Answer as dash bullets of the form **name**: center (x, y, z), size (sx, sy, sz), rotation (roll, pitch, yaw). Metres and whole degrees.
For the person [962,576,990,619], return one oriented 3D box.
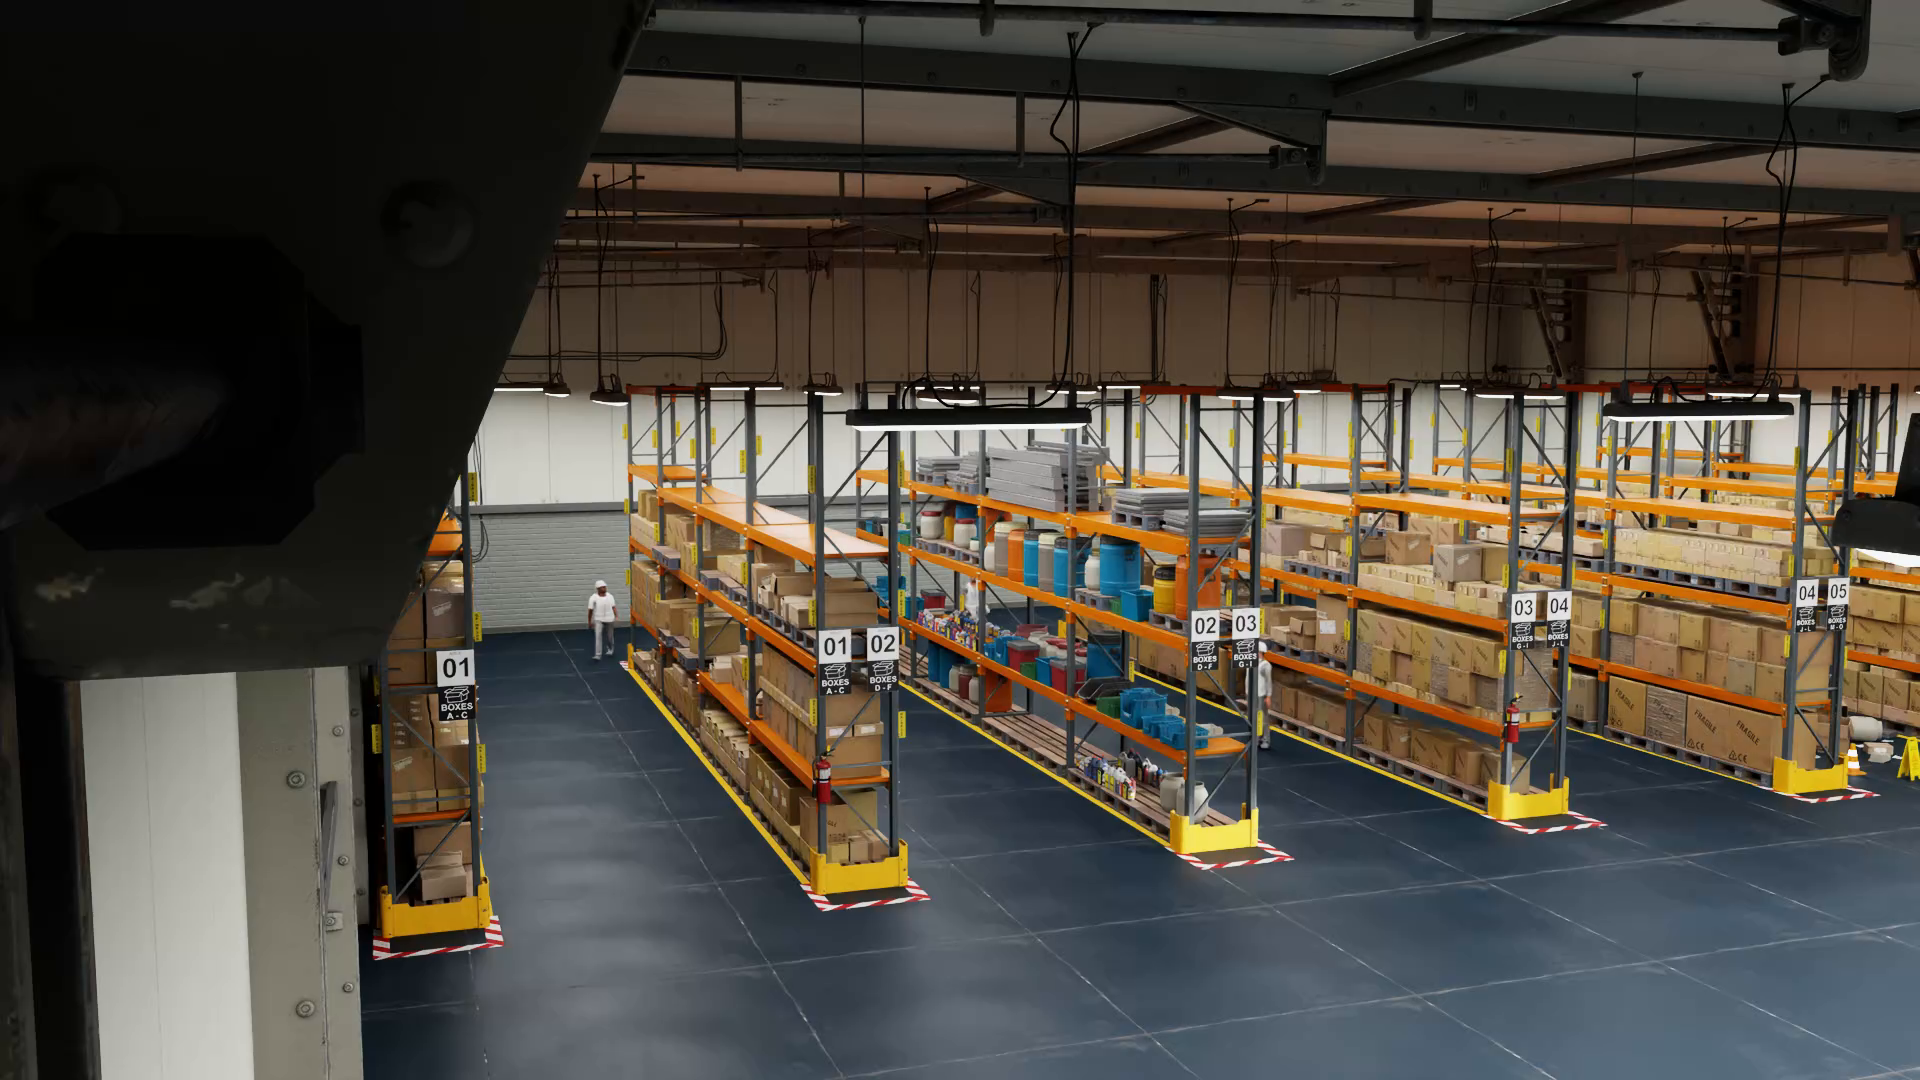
- **person**: center (0.355, 1.565, 37.781), size (0.583, 1.741, 1.050), rotation (-3, 7, -28)

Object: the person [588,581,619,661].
- **person**: center (-7.751, 1.742, 36.149), size (0.671, 1.723, 1.064), rotation (-1, 6, -8)

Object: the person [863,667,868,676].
- **person**: center (-1.722, 2.217, 31.747), size (0.460, 1.593, 0.451), rotation (4, 7, 32)

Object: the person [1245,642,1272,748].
- **person**: center (4.992, 2.600, 27.734), size (0.401, 1.809, 0.625), rotation (-3, 7, -28)
